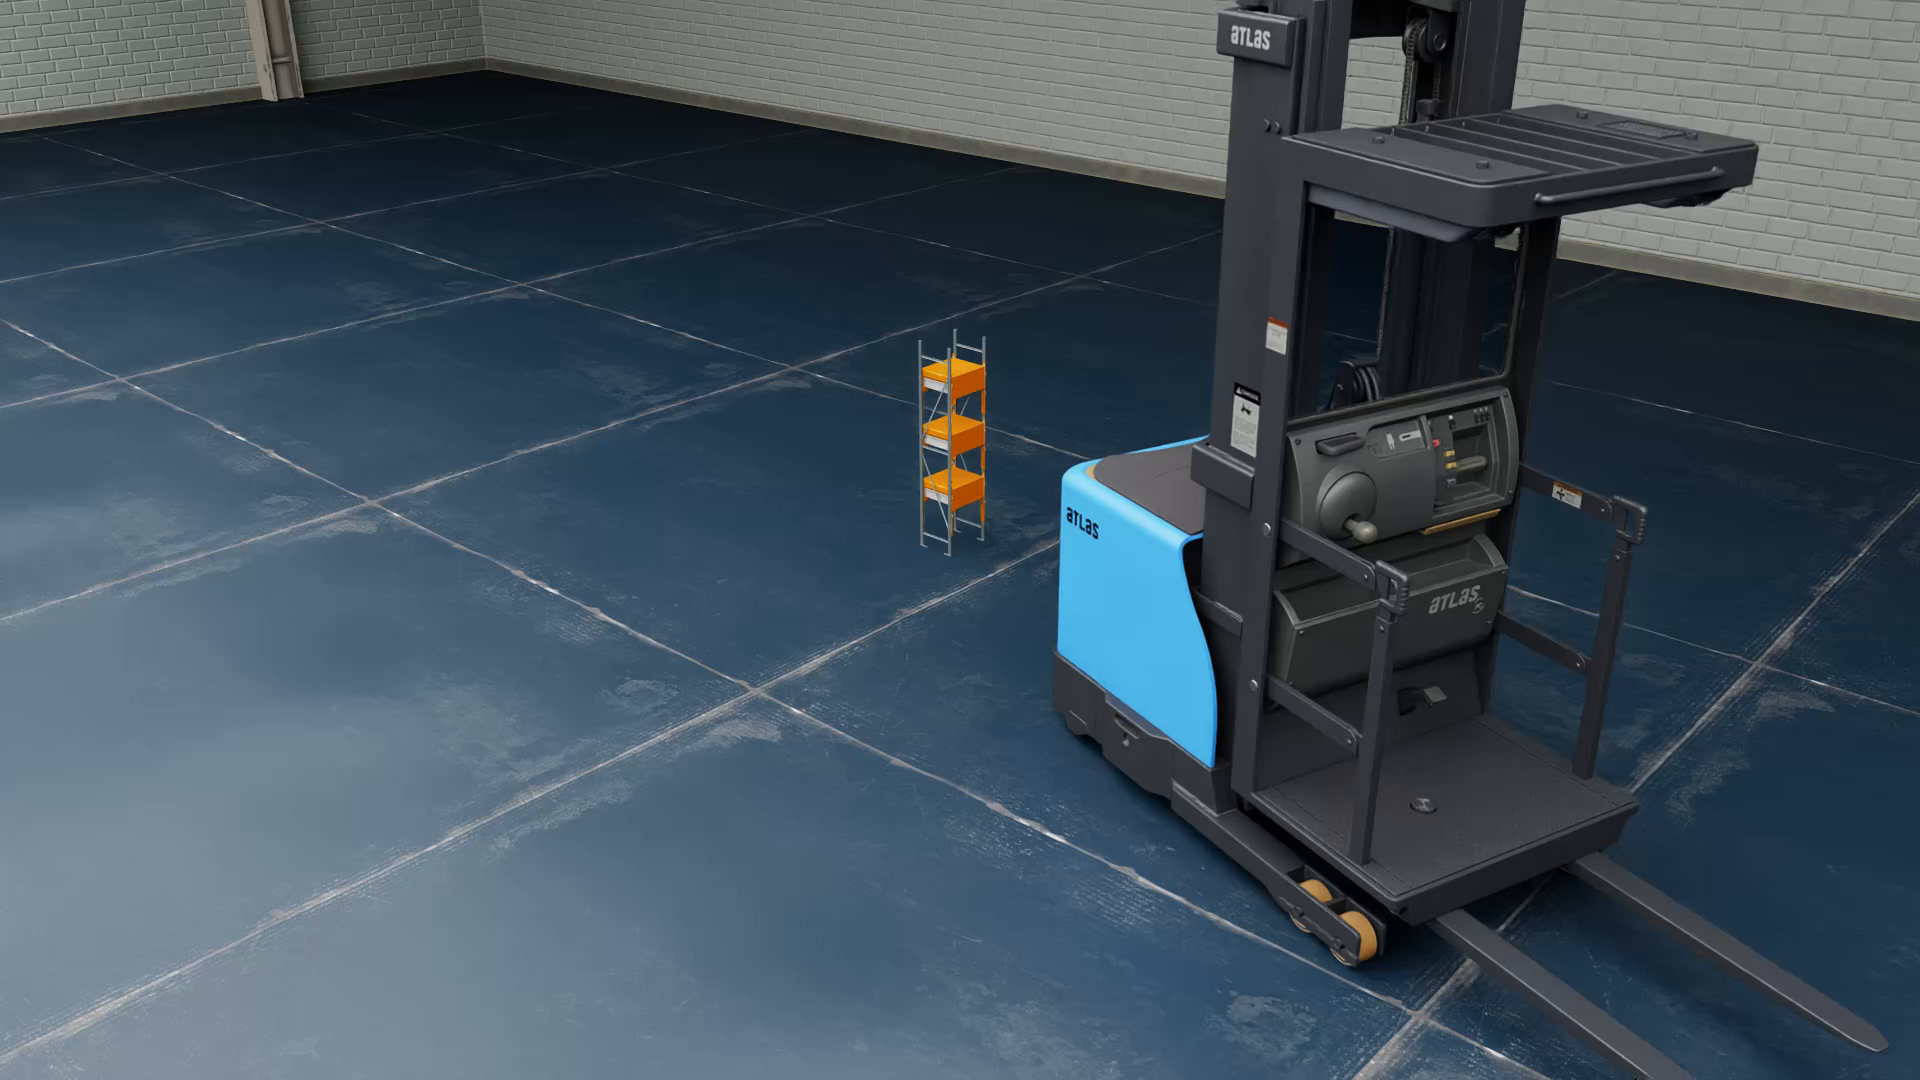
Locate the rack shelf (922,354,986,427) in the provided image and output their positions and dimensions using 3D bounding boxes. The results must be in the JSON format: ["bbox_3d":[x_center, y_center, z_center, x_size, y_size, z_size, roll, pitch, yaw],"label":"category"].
[{"bbox_3d":[-0.036,-0.712,7.887,0.215,0.259,0.240,20,31,38],"label":"rack shelf"}]

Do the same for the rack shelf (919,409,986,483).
[{"bbox_3d":[-0.036,-0.453,8.003,0.215,0.259,0.240,20,31,38],"label":"rack shelf"}]

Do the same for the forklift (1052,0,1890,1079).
[{"bbox_3d":[1.533,-0.209,5.133,1.130,2.935,3.031,-13,27,-27],"label":"forklift"}]

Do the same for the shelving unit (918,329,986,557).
[{"bbox_3d":[-0.036,-0.463,7.999,0.215,1.050,0.252,20,31,38],"label":"shelving unit"}]

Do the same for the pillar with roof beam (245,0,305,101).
[{"bbox_3d":[-5.043,-8.320,15.807,9.100,9.000,0.400,20,31,38],"label":"pillar with roof beam"}]

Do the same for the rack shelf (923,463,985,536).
[{"bbox_3d":[-0.036,-0.199,8.117,0.215,0.259,0.240,20,31,38],"label":"rack shelf"}]

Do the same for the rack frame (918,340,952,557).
[{"bbox_3d":[-0.117,-0.426,7.916,0.200,1.050,0.008,20,31,38],"label":"rack frame"}]

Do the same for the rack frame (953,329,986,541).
[{"bbox_3d":[0.046,-0.500,8.082,0.200,1.050,0.008,20,31,38],"label":"rack frame"}]
